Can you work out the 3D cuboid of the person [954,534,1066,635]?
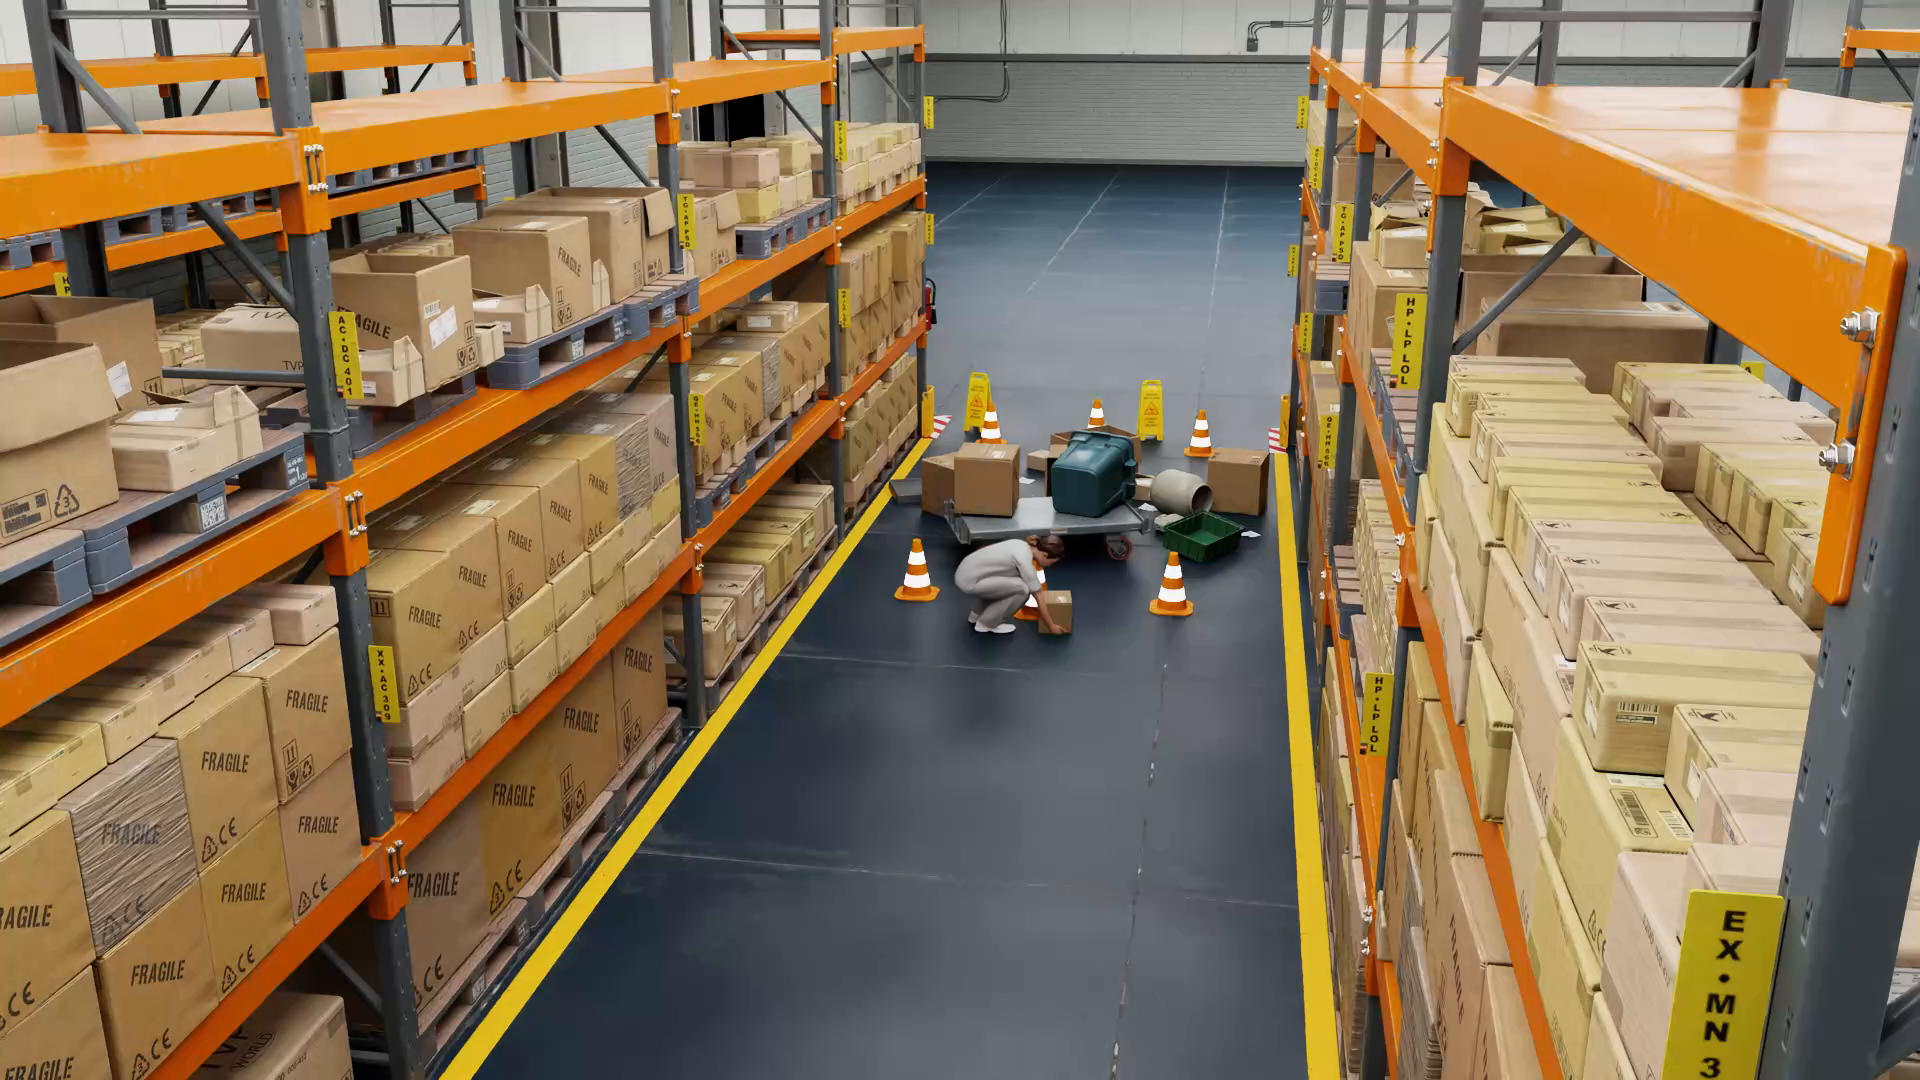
[{"bbox_3d":[0.386,0.349,12.634,0.846,0.799,0.466,0,18,-1],"label":"person"}]
